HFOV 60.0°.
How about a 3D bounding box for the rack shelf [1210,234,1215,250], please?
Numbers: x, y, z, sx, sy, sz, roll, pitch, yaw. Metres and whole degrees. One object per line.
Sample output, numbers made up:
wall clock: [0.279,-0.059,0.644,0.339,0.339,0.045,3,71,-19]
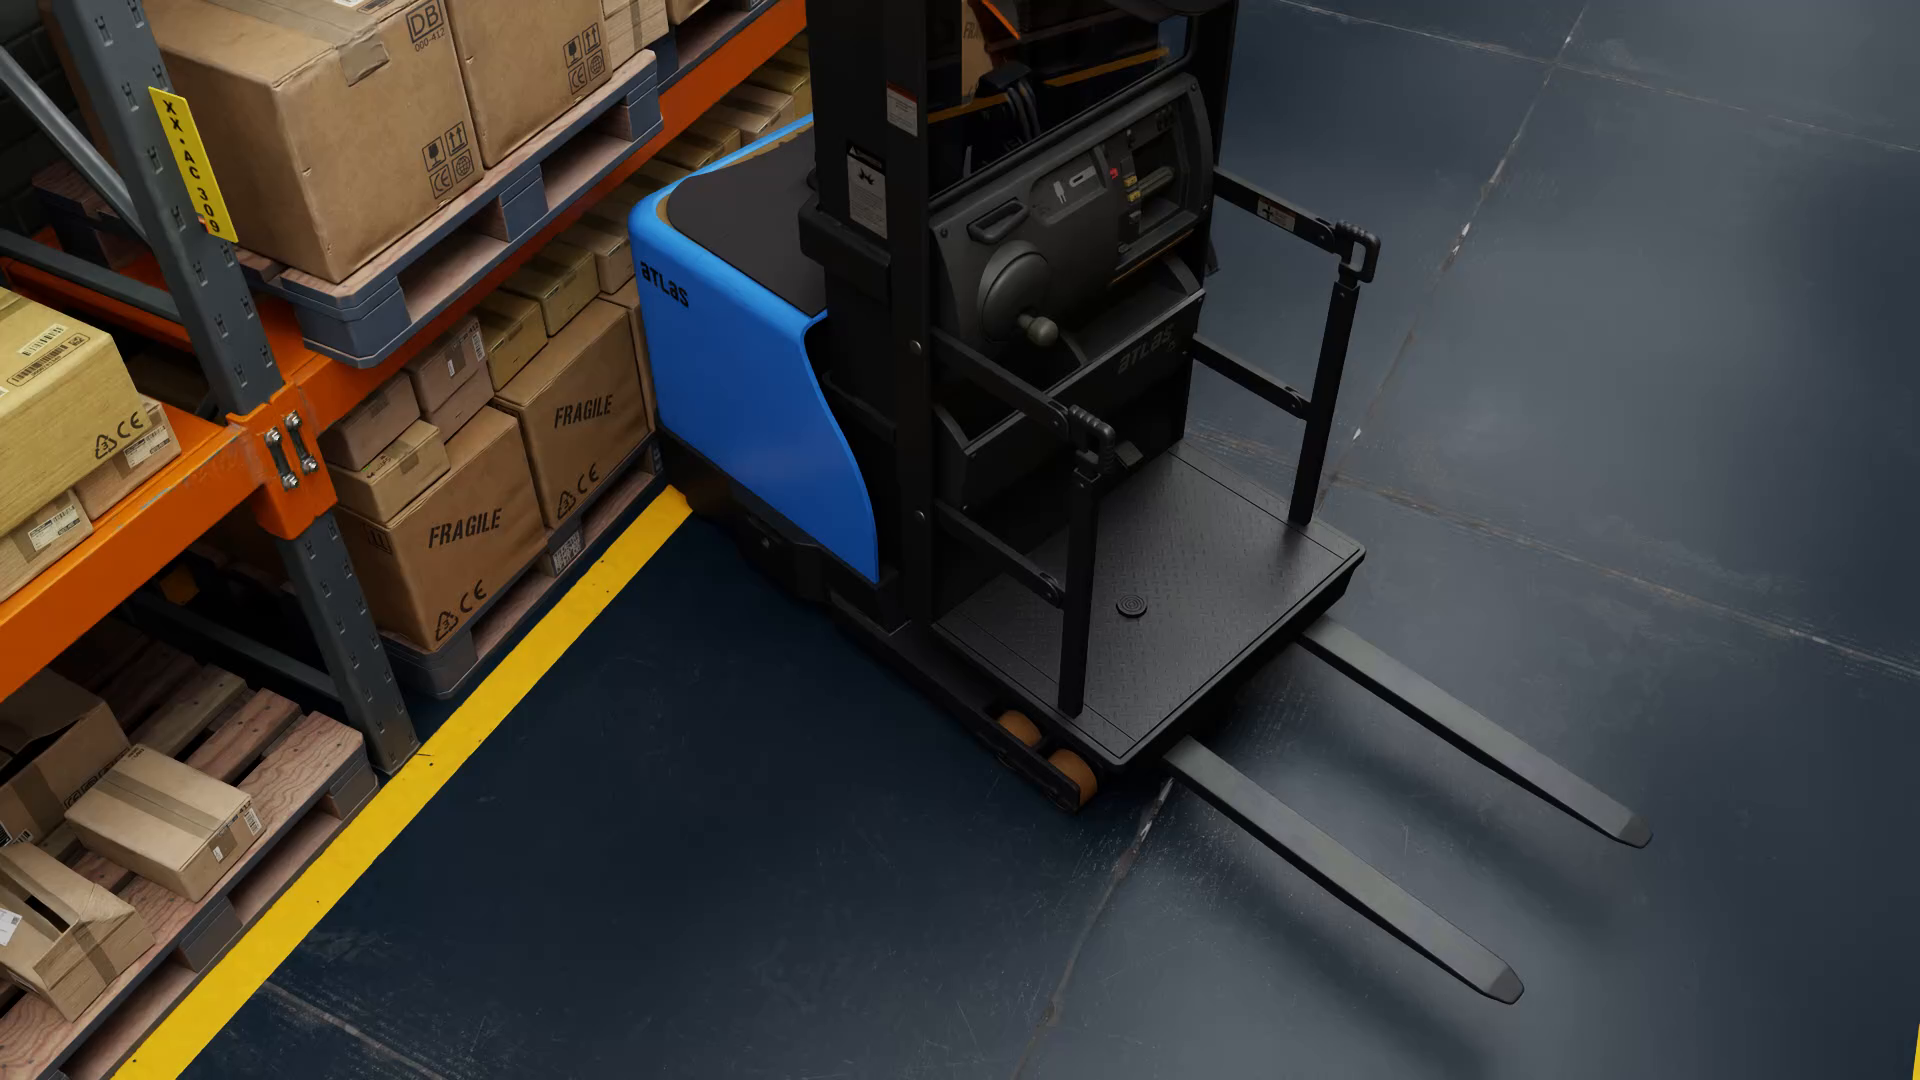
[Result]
rack shelf: [0.561,-1.225,5.893,0.431,0.518,0.480,-31,51,-1]

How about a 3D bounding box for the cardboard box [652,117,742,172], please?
cardboard box: [-0.932,-1.258,5.390,0.380,0.149,0.250,21,49,19]

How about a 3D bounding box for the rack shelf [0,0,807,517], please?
rack shelf: [-1.056,-1.607,5.235,1.077,0.370,4.000,20,49,19]

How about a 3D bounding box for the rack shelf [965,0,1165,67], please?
rack shelf: [0.348,-1.609,5.348,0.431,0.518,0.480,-31,51,-1]

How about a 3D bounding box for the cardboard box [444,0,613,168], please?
cardboard box: [-1.321,-1.340,4.100,0.700,0.500,0.500,21,49,19]

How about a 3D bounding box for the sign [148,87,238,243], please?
sign: [-1.500,-0.730,3.254,0.100,0.325,0.005,20,49,19]

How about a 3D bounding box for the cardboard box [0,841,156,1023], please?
cardboard box: [-2.148,0.886,3.892,0.396,0.266,0.258,22,49,20]

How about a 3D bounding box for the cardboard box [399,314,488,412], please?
cardboard box: [-1.504,-0.519,4.451,0.380,0.149,0.250,18,48,17]

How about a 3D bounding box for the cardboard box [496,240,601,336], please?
cardboard box: [-1.298,-0.778,4.916,0.380,0.149,0.250,20,49,18]

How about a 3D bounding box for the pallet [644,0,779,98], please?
pallet: [-1.026,-1.826,5.080,1.003,0.211,1.213,20,49,19]

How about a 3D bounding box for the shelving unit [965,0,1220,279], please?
shelving unit: [0.344,-1.617,5.338,0.431,2.100,0.503,-31,51,-1]

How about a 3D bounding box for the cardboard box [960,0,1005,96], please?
cardboard box: [-0.133,-2.051,6.631,0.500,0.500,0.500,22,49,20]

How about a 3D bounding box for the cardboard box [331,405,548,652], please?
cardboard box: [-1.560,-0.099,4.701,0.500,0.500,0.500,22,49,21]

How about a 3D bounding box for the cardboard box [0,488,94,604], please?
cardboard box: [-2.010,-0.056,3.373,0.380,0.149,0.250,22,49,20]

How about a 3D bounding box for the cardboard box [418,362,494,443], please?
cardboard box: [-1.522,-0.435,4.577,0.380,0.149,0.250,19,48,18]

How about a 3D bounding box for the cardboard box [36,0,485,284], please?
cardboard box: [-1.561,-1.014,3.777,0.700,0.500,0.500,22,49,20]

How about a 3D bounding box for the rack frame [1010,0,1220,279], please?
rack frame: [0.444,-1.455,5.185,0.400,2.100,0.015,-31,51,-1]

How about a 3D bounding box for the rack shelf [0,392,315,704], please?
rack shelf: [-2.913,0.913,2.745,1.077,0.370,4.000,20,49,19]

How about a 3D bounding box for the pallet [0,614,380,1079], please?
pallet: [-2.304,0.813,4.299,1.003,0.211,1.213,20,49,19]

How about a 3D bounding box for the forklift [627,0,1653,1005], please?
forklift: [0.443,-0.718,3.899,3.031,2.935,1.130,35,55,30]

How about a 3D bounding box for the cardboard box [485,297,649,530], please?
cardboard box: [-1.322,-0.438,5.036,0.500,0.500,0.500,20,49,19]

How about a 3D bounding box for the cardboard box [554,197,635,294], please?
cardboard box: [-1.149,-0.923,5.059,0.380,0.149,0.250,20,49,19]

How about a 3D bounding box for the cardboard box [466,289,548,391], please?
cardboard box: [-1.413,-0.600,4.741,0.380,0.149,0.250,18,48,17]

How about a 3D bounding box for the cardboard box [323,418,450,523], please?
cardboard box: [-1.582,-0.235,4.379,0.380,0.149,0.250,23,50,21]

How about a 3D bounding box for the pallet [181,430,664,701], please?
pallet: [-1.640,-0.145,5.245,1.003,0.211,1.213,20,49,19]

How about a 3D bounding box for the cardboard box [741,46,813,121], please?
cardboard box: [-0.671,-1.580,5.709,0.380,0.149,0.250,20,49,18]

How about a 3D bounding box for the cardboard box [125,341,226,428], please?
cardboard box: [-2.069,-0.424,4.566,0.380,0.149,0.250,19,48,18]

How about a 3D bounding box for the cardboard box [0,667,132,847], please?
cardboard box: [-2.500,0.536,4.207,0.500,0.311,0.500,22,49,20]

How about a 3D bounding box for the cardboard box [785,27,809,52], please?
cardboard box: [-0.556,-1.737,5.864,0.380,0.149,0.250,22,49,20]

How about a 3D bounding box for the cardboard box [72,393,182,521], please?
cardboard box: [-1.908,-0.227,3.542,0.380,0.149,0.250,21,49,20]

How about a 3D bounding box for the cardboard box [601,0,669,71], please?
cardboard box: [-0.999,-1.449,4.372,0.396,0.266,0.258,23,50,21]

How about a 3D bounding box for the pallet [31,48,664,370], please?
pallet: [-1.516,-1.000,4.264,1.003,0.211,1.213,20,49,19]

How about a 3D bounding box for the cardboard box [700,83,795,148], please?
cardboard box: [-0.773,-1.396,5.527,0.380,0.149,0.250,18,48,17]

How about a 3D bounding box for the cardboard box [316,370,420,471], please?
cardboard box: [-1.636,-0.360,4.293,0.380,0.149,0.250,20,49,18]

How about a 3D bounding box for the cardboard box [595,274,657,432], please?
cardboard box: [-1.086,-0.751,5.345,0.500,0.500,0.500,19,48,18]

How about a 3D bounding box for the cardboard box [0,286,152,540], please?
cardboard box: [-2.004,-0.250,3.285,0.500,0.250,0.500,22,49,20]

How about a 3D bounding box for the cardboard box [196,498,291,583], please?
cardboard box: [-2.018,-0.276,4.876,0.500,0.500,0.500,20,49,19]

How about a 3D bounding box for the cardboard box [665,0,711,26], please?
cardboard box: [-0.957,-1.834,4.588,0.700,0.500,0.500,20,49,19]

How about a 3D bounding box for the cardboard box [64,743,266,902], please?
cardboard box: [-1.983,0.703,4.156,0.380,0.149,0.250,19,48,18]

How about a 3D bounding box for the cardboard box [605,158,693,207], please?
cardboard box: [-1.031,-1.078,5.213,0.380,0.149,0.250,22,49,20]

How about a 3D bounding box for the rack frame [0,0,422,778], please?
rack frame: [-1.984,-0.600,3.734,1.000,3.000,0.127,20,49,19]
